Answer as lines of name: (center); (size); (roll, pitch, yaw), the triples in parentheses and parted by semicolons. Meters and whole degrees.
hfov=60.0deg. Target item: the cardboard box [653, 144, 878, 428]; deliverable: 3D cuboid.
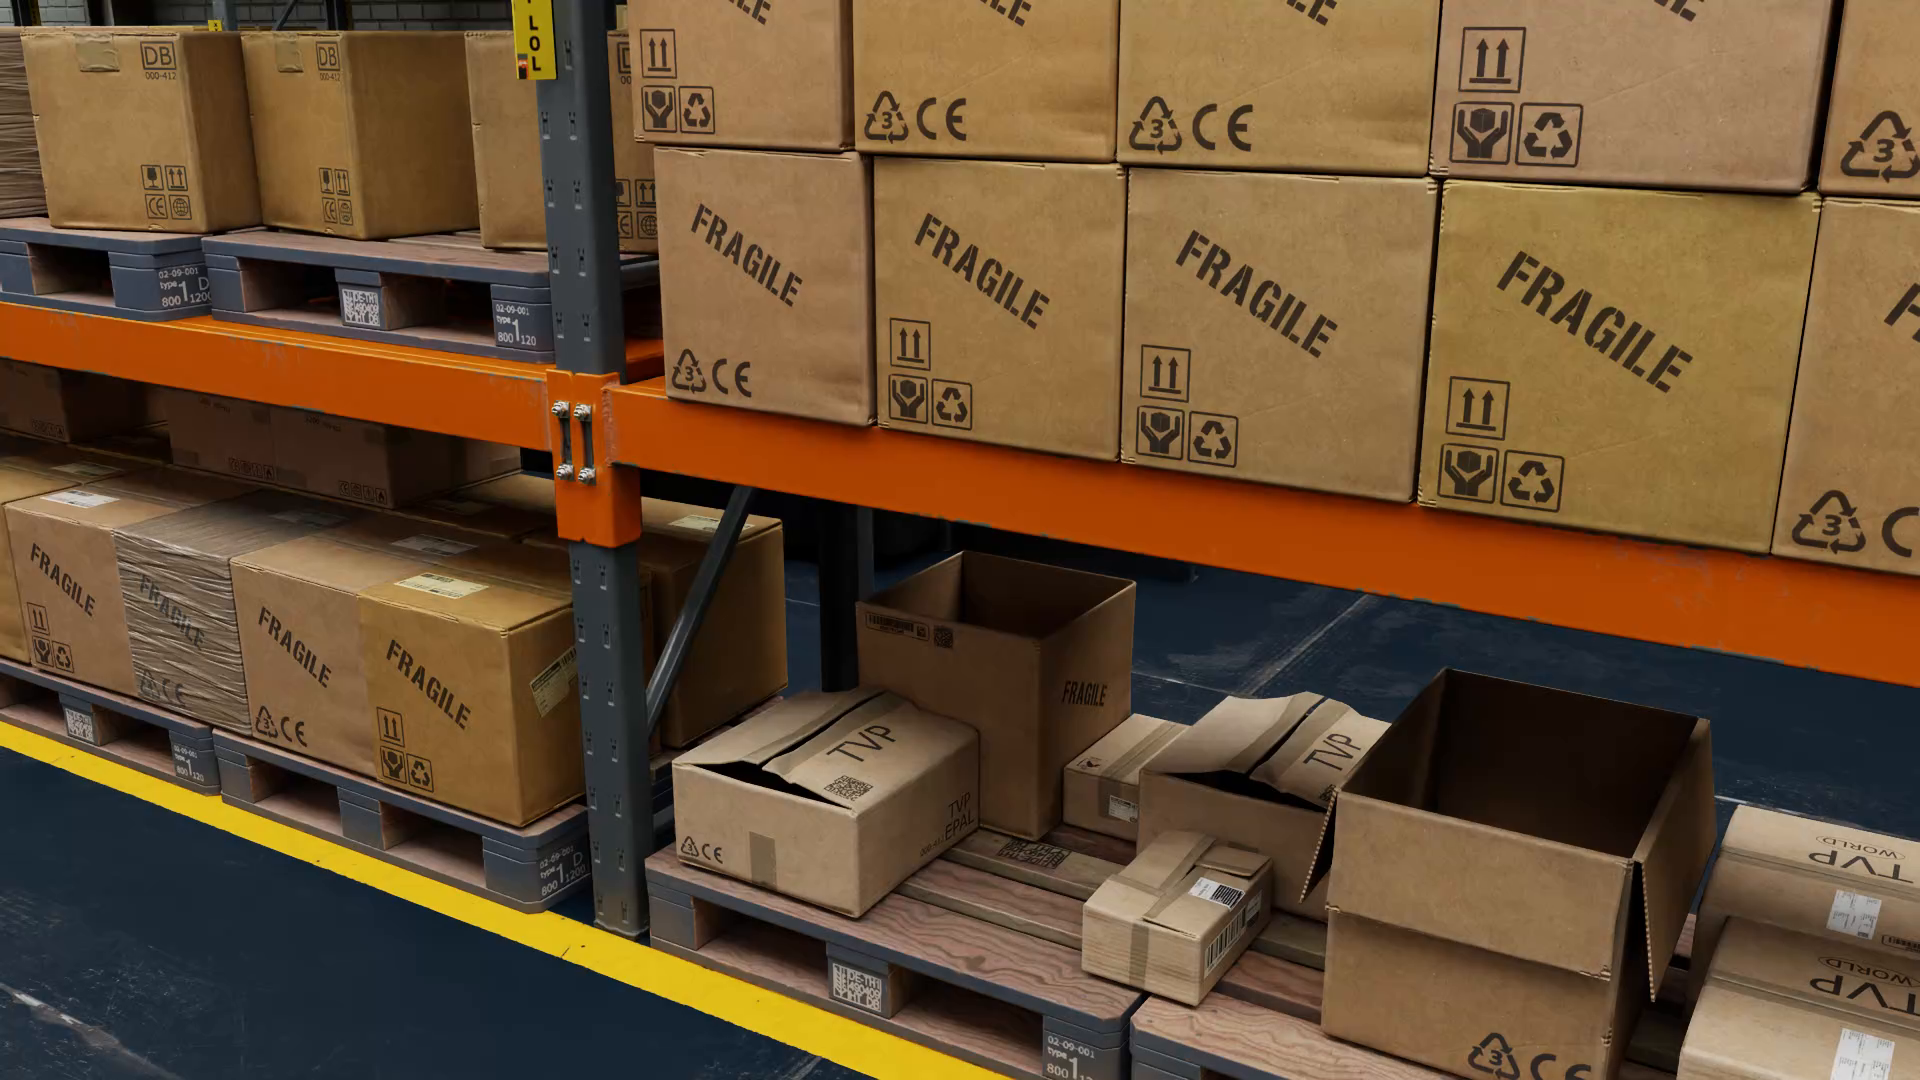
cardboard box: (-0.250, -0.545, 3.343); (0.500, 0.500, 0.500); (11, 20, 31)

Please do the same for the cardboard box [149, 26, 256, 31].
cardboard box: (-5.334, -3.378, 11.776); (0.500, 0.500, 0.500); (10, 20, 30)

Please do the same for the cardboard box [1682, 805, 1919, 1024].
cardboard box: (1.700, 0.766, 3.172); (0.500, 0.250, 0.500); (10, 20, 30)

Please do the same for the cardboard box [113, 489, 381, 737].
cardboard box: (-1.956, 0.186, 4.653); (0.500, 0.500, 0.500); (10, 20, 31)

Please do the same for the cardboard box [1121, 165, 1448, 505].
cardboard box: (0.613, -0.391, 2.836); (0.500, 0.500, 0.500); (10, 20, 30)

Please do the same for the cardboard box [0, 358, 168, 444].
cardboard box: (-2.980, -0.532, 5.726); (0.500, 0.250, 0.500); (11, 20, 32)

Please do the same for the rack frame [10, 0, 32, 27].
rack frame: (-8.178, -3.695, 13.884); (0.127, 3.000, 1.000); (10, 20, 30)

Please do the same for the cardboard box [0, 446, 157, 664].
cardboard box: (-2.838, 0.031, 5.163); (0.500, 0.500, 0.500); (10, 19, 29)

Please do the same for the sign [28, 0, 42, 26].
sign: (-7.870, -4.535, 14.113); (0.005, 0.325, 0.100); (10, 20, 30)

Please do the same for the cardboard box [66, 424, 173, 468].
cardboard box: (-2.589, -0.102, 5.601); (0.500, 0.500, 0.500); (9, 19, 28)

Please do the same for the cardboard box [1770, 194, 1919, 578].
cardboard box: (1.477, -0.238, 2.331); (0.500, 0.500, 0.500); (10, 20, 30)

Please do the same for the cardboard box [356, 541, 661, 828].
cardboard box: (-1.112, 0.339, 4.147); (0.500, 0.500, 0.500); (10, 20, 30)

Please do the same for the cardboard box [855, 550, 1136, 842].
cardboard box: (0.092, 0.360, 4.080); (0.500, 0.500, 0.500); (10, 20, 30)

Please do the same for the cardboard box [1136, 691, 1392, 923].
cardboard box: (0.732, 0.564, 3.732); (0.500, 0.311, 0.500); (10, 20, 30)

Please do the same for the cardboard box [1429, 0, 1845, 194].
cardboard box: (1.031, -0.792, 2.436); (0.500, 0.500, 0.500); (11, 20, 32)

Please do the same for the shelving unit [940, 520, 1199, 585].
shelving unit: (0.501, -0.495, 6.575); (1.048, 1.125, 0.538); (7, 18, 23)

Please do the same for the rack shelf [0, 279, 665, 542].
rack shelf: (-2.246, -0.602, 4.941); (4.000, 0.370, 1.077); (10, 20, 30)

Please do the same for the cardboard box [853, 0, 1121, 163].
cardboard box: (0.153, -0.949, 2.951); (0.500, 0.500, 0.500); (9, 19, 28)

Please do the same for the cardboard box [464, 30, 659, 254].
cardboard box: (-0.828, -1.018, 4.179); (0.500, 0.500, 0.700); (4, 17, 12)

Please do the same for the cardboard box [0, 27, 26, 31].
cardboard box: (-7.075, -3.687, 12.791); (0.500, 0.500, 0.500); (9, 19, 28)

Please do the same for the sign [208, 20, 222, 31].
sign: (-5.047, -3.365, 11.309); (0.005, 0.325, 0.100); (10, 20, 30)

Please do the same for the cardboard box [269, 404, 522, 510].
cardboard box: (-1.678, -0.302, 4.967); (0.500, 0.250, 0.500); (10, 20, 30)

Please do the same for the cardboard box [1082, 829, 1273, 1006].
cardboard box: (0.445, 0.749, 3.371); (0.250, 0.166, 0.380); (10, 20, 30)

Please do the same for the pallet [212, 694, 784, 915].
pallet: (-1.254, 0.578, 4.616); (1.213, 0.211, 1.003); (10, 20, 30)

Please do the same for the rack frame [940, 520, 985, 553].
rack frame: (0.037, -0.555, 6.773); (0.032, 1.125, 0.500); (7, 18, 23)

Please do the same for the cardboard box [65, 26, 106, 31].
cardboard box: (-6.186, -3.532, 12.282); (0.500, 0.500, 0.500); (9, 19, 28)

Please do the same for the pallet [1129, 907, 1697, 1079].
pallet: (1.087, 0.982, 3.285); (1.213, 0.211, 1.003); (10, 20, 30)

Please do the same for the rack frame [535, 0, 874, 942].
rack frame: (-0.542, -0.642, 3.835); (0.127, 3.000, 1.000); (10, 20, 30)

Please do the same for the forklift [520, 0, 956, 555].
forklift: (-1.401, -1.584, 7.054); (3.031, 2.935, 1.130); (7, 18, 23)

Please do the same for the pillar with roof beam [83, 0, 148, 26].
pillar with roof beam: (-9.382, -5.607, 9.857); (0.400, 9.000, 9.100); (10, 20, 30)

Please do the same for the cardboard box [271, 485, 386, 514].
cardboard box: (-1.708, 0.053, 5.089); (0.500, 0.500, 0.500); (10, 20, 31)

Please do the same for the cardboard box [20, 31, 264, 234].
cardboard box: (-2.079, -1.144, 4.593); (0.500, 0.500, 0.700); (5, 18, 16)

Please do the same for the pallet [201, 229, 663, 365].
pallet: (-1.165, -0.699, 4.352); (1.213, 0.211, 1.003); (10, 20, 30)

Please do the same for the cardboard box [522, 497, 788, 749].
cardboard box: (-0.826, 0.209, 4.575); (0.500, 0.500, 0.500); (9, 19, 28)
